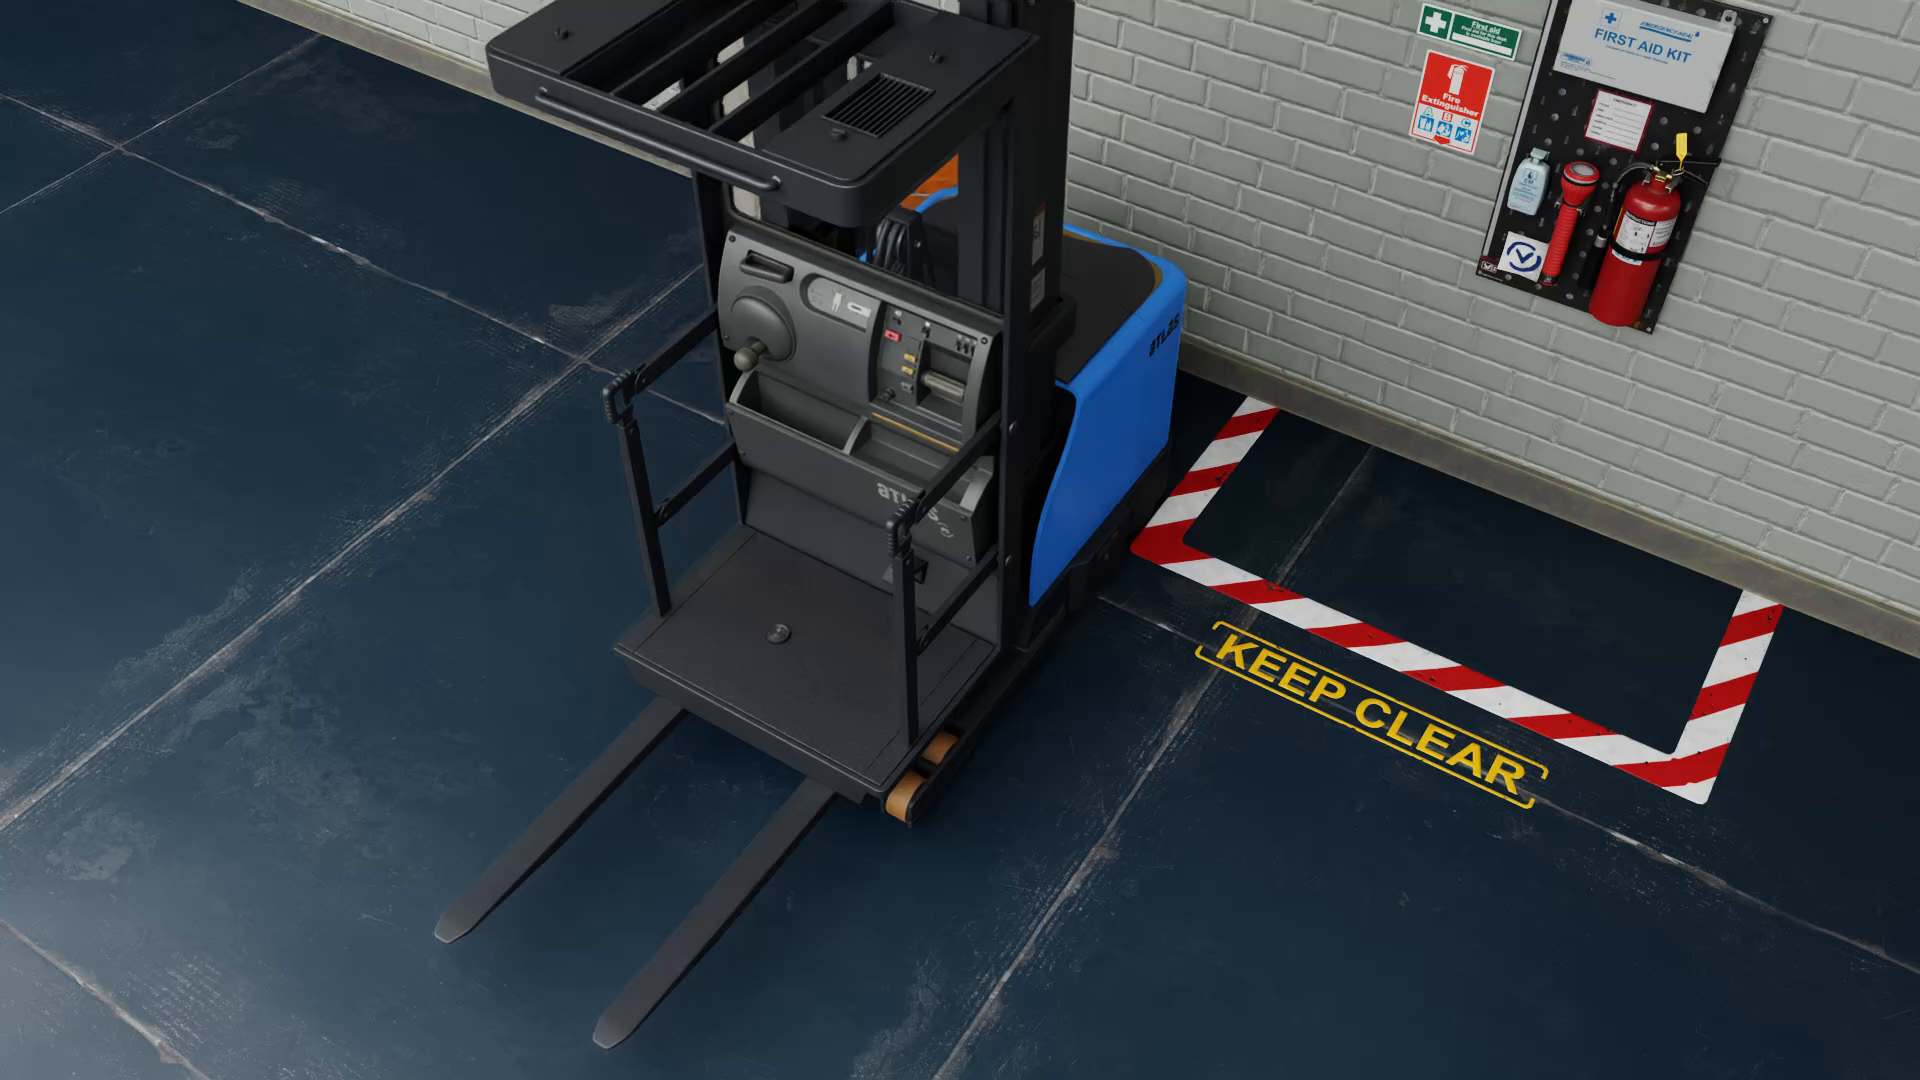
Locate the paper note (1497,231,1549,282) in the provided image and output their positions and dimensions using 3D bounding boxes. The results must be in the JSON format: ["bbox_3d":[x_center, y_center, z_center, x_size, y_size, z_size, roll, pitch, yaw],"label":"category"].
[{"bbox_3d":[1.936,-0.974,5.719,0.142,0.148,0.016,25,51,22],"label":"paper note"}]

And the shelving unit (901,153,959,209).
[{"bbox_3d":[-0.019,-1.084,6.466,0.503,1.200,0.258,2,46,2],"label":"shelving unit"}]

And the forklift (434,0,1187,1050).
[{"bbox_3d":[-0.430,-0.504,4.696,1.130,2.935,3.031,25,51,22],"label":"forklift"}]

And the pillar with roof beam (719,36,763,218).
[{"bbox_3d":[-3.267,-2.006,1.924,0.400,9.000,9.100,25,51,22],"label":"pillar with roof beam"}]

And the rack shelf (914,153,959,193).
[{"bbox_3d":[-0.020,-1.356,6.182,0.480,0.148,0.258,2,46,2],"label":"rack shelf"}]

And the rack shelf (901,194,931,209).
[{"bbox_3d":[-0.020,-1.192,6.353,0.480,0.148,0.258,2,46,2],"label":"rack shelf"}]

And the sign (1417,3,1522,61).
[{"bbox_3d":[1.637,-1.637,5.355,0.331,0.109,0.001,25,51,22],"label":"sign"}]

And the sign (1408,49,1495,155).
[{"bbox_3d":[1.638,-1.460,5.552,0.234,0.329,0.001,25,51,22],"label":"sign"}]

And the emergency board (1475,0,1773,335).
[{"bbox_3d":[2.048,-1.171,5.296,0.643,1.169,0.194,25,51,22],"label":"emergency board"}]
